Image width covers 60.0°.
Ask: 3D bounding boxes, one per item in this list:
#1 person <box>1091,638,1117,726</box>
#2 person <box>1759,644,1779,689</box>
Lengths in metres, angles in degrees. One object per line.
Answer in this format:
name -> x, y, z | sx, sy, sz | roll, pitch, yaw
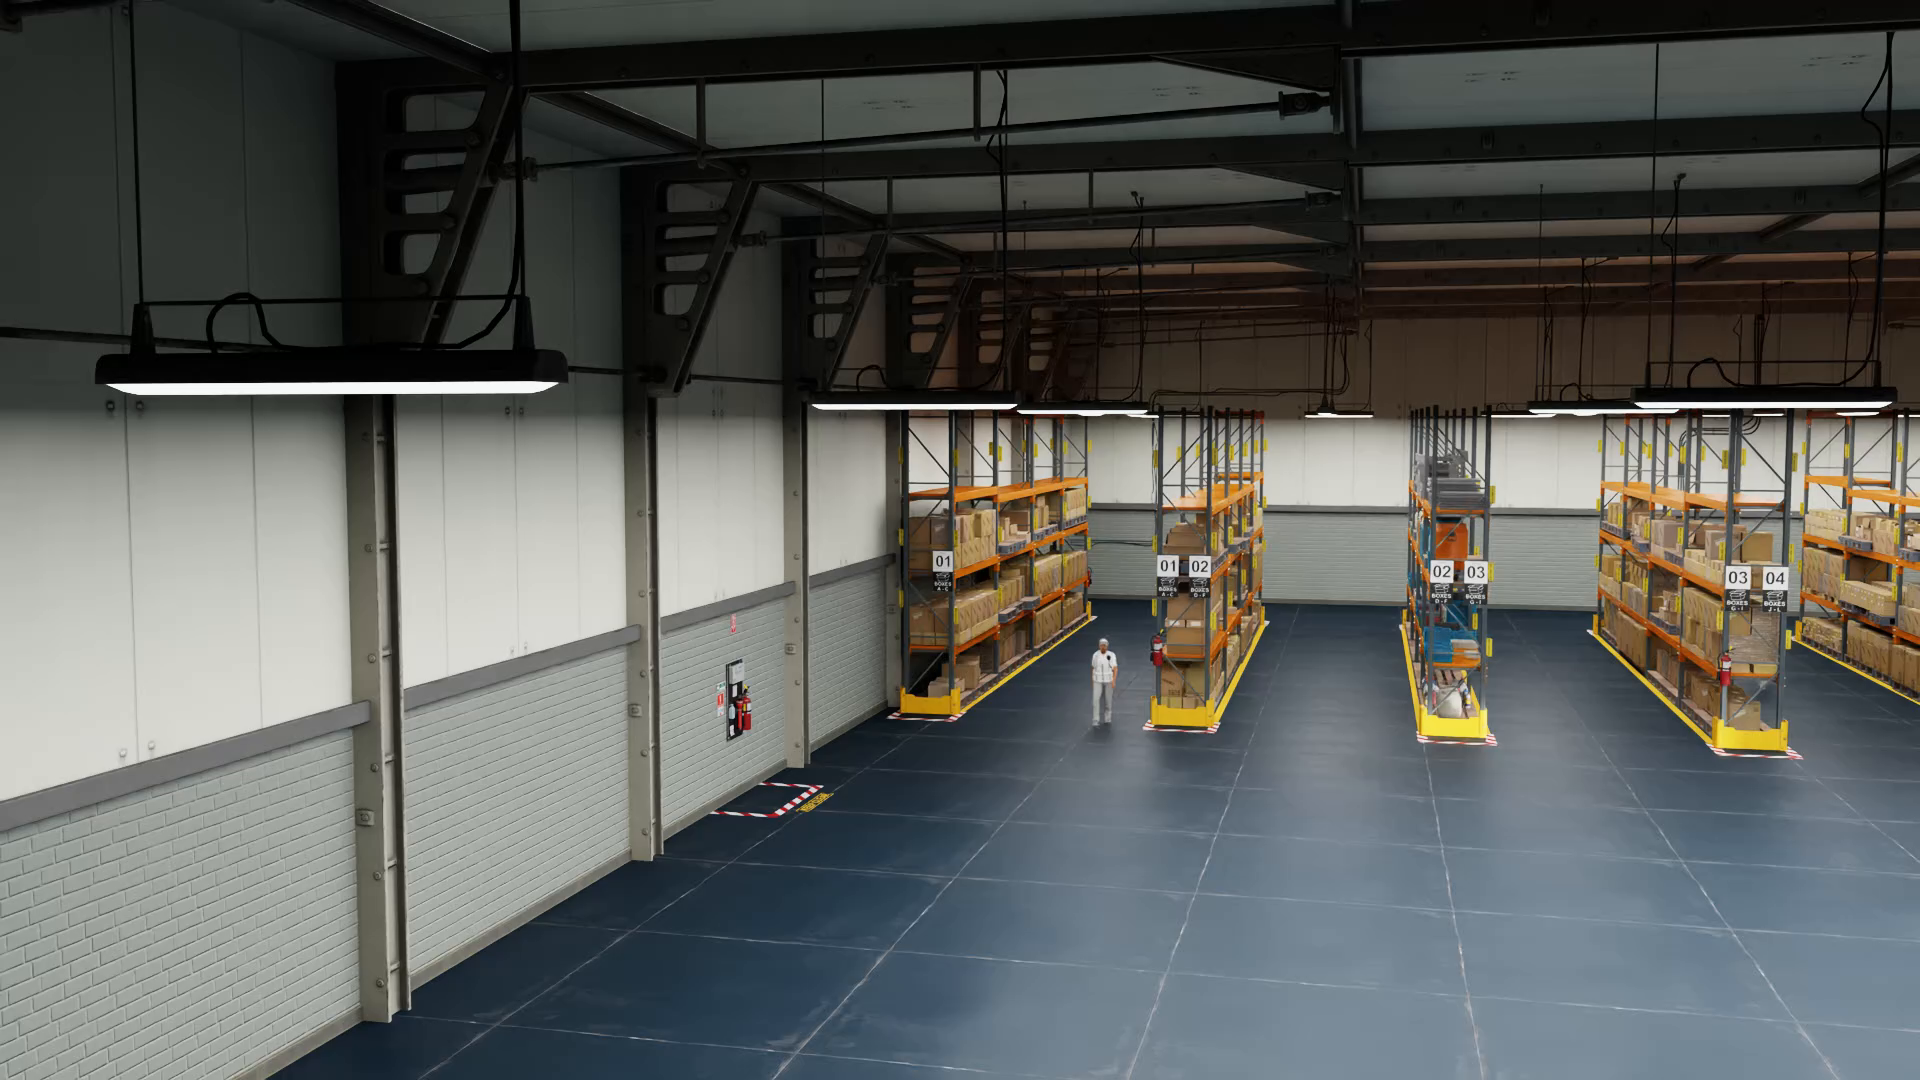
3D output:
person -> 2.695, 2.662, 31.142 | 0.497, 1.617, 0.946 | 1, 4, 10
person -> 17.121, 2.401, 35.354 | 0.614, 1.579, 0.681 | 2, 4, 24
